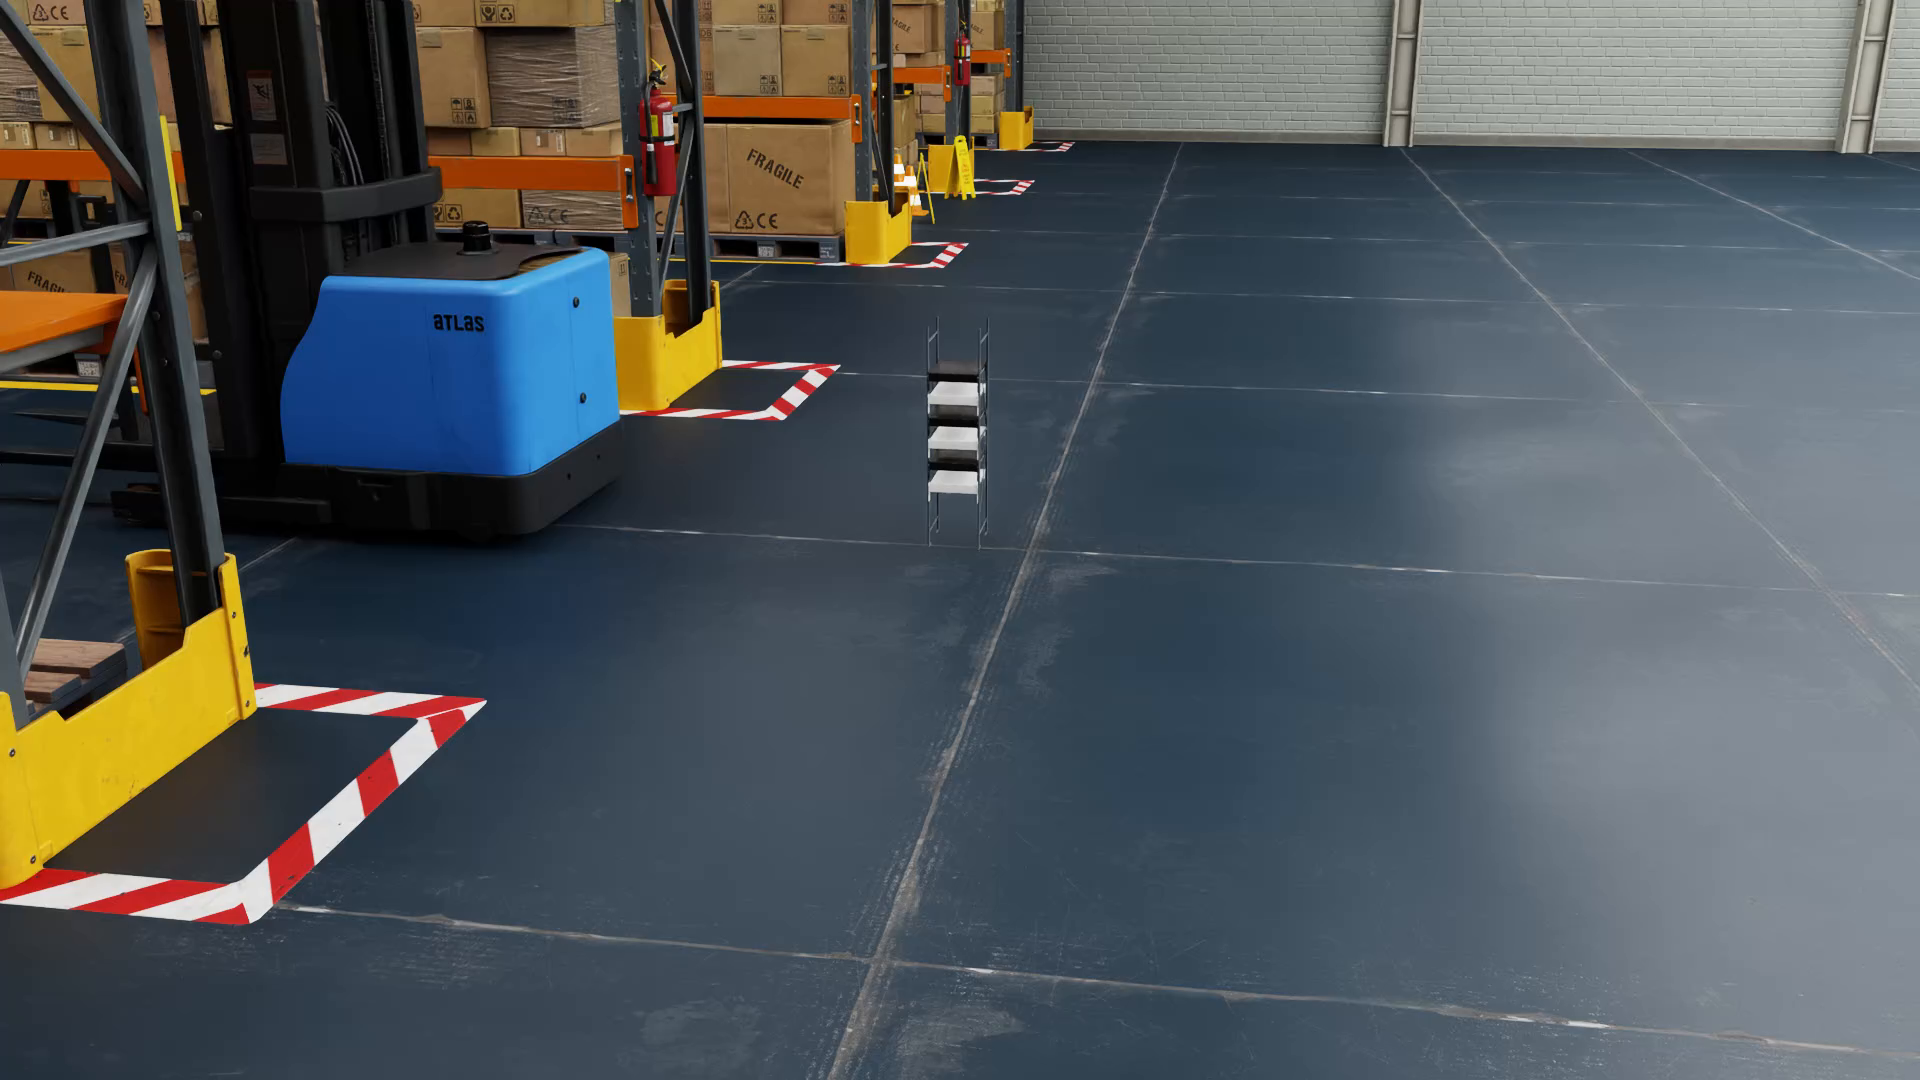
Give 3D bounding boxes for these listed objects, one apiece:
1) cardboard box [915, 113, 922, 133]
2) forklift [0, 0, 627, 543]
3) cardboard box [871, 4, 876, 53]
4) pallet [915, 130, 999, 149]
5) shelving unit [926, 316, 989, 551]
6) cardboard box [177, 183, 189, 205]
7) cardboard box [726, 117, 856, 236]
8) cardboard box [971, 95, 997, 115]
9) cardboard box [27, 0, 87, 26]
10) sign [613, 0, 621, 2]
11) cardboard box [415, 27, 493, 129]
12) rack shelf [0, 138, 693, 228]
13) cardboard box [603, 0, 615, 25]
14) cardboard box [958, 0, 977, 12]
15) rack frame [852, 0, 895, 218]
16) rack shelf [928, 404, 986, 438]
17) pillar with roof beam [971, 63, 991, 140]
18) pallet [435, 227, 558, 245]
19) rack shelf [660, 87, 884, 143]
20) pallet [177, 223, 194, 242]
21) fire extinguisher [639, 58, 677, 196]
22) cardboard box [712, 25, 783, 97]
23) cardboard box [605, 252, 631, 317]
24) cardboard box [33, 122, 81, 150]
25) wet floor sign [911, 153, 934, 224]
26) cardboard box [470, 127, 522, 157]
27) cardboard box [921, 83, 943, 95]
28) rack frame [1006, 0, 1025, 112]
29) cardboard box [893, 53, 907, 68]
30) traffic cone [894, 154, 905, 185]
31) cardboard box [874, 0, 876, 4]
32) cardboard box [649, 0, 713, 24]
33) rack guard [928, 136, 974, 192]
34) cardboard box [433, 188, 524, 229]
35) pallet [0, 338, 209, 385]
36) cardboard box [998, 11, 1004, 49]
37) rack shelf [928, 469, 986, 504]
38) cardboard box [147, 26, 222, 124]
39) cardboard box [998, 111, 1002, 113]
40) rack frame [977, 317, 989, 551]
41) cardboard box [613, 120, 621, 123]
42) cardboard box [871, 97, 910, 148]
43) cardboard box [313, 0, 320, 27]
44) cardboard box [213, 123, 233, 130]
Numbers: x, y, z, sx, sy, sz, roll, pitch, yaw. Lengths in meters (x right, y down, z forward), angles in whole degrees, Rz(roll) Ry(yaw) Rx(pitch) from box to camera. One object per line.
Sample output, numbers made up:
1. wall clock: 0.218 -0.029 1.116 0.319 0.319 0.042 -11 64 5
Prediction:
1. cardboard box: -0.730 -5.829 23.169 0.500 0.250 0.500 3 19 9
2. forklift: -3.079 -1.597 6.958 3.031 2.935 1.130 4 19 11
3. cardboard box: -1.091 -5.554 18.049 0.500 0.500 0.500 3 19 9
4. pallet: 0.004 -5.656 23.375 1.213 0.211 1.003 3 19 9
5. shelving unit: -0.008 -0.427 6.662 0.210 0.900 0.258 3 19 9
6. cardboard box: -6.232 -3.229 14.609 0.750 0.750 1.050 3 19 9
7. cardboard box: -1.383 -3.047 13.870 0.875 0.875 0.875 3 19 9
8. cardboard box: 0.236 -6.012 22.928 0.500 0.250 0.500 3 19 8
9. cardboard box: -4.641 -3.030 8.930 0.500 0.500 0.500 3 19 9
10. sign: -1.698 -2.819 8.179 0.005 0.325 0.100 3 19 9
11. cardboard box: -2.641 -2.506 8.938 0.500 0.500 0.875 3 19 9
12. rack shelf: -3.564 -2.053 9.345 4.000 0.370 1.077 3 19 9
13. cardboard box: -2.090 -3.069 9.046 0.500 0.500 0.500 3 19 9
14. cardboard box: 0.122 -7.242 22.539 0.250 0.149 0.380 3 19 10
15. rack frame: -0.703 -3.842 13.559 0.127 3.000 1.000 3 19 9
16. rack shelf: -0.008 -0.481 6.644 0.200 0.077 0.258 3 19 9
17. pillar with roof beam: -0.462 -8.767 18.823 0.400 9.000 9.100 3 19 9
18. pallet: -3.914 -2.658 14.415 1.213 0.211 1.003 3 19 9
19. rack shelf: -2.678 -3.602 13.974 4.000 0.370 1.077 3 19 9
20. pallet: -6.634 -2.797 14.830 1.213 0.211 1.003 3 19 9
21. fire extinguisher: -1.550 -2.107 8.494 0.183 0.674 0.296 3 19 9
22. cardboard box: -1.623 -3.939 13.611 0.550 0.550 0.875 3 19 9
23. cardboard box: -2.204 -1.344 9.370 0.500 0.500 0.500 7 20 19
24. cardboard box: -4.879 -2.250 9.196 0.250 0.149 0.380 3 19 9
25. wet floor sign: -0.361 -3.345 15.782 0.232 0.644 0.267 0 19 -1
26. cardboard box: -2.406 -2.133 8.847 0.250 0.149 0.380 3 19 9
27. cardboard box: -0.243 -6.272 22.917 0.500 0.250 0.500 3 19 10
28. rack frame: 0.766 -6.953 22.857 0.127 3.000 1.000 3 19 9
29. cardboard box: -0.689 -5.209 18.039 0.250 0.149 0.380 3 19 8
30. traffic cone: -0.647 -3.813 17.468 0.334 0.463 0.336 3 19 9
31. cardboard box: -1.055 -6.046 17.943 0.500 0.500 0.700 3 19 9
32. cardboard box: -2.152 -4.526 13.664 0.550 0.550 0.875 3 19 9
33. rack guard: -0.093 -4.216 18.617 0.348 0.500 1.175 3 19 9
34. cardboard box: -4.043 -3.181 14.271 0.875 0.875 0.875 3 19 9
35. pallet: -4.870 -1.150 9.906 1.213 0.211 1.003 3 19 9
36. cardboard box: 0.321 -7.113 23.176 0.500 0.500 0.500 4 19 10
37. rack shelf: -0.008 -0.225 6.729 0.200 0.077 0.258 3 19 9
38. cardboard box: -4.107 -2.611 9.254 0.500 0.500 0.875 3 19 9
39. cardboard box: 0.312 -5.934 23.484 0.500 0.250 0.500 3 19 9
40. rack frame: 0.092 -0.422 6.646 0.006 0.900 0.240 3 19 9
41. cardboard box: -1.833 -2.263 9.236 0.250 0.149 0.380 3 19 9
42. cardboard box: -0.850 -4.608 18.336 0.500 0.500 0.500 3 19 9
43. cardboard box: -3.160 -2.956 8.707 0.500 0.500 0.500 3 19 9
44. cardboard box: -3.891 -2.199 9.044 0.250 0.149 0.380 3 19 9
